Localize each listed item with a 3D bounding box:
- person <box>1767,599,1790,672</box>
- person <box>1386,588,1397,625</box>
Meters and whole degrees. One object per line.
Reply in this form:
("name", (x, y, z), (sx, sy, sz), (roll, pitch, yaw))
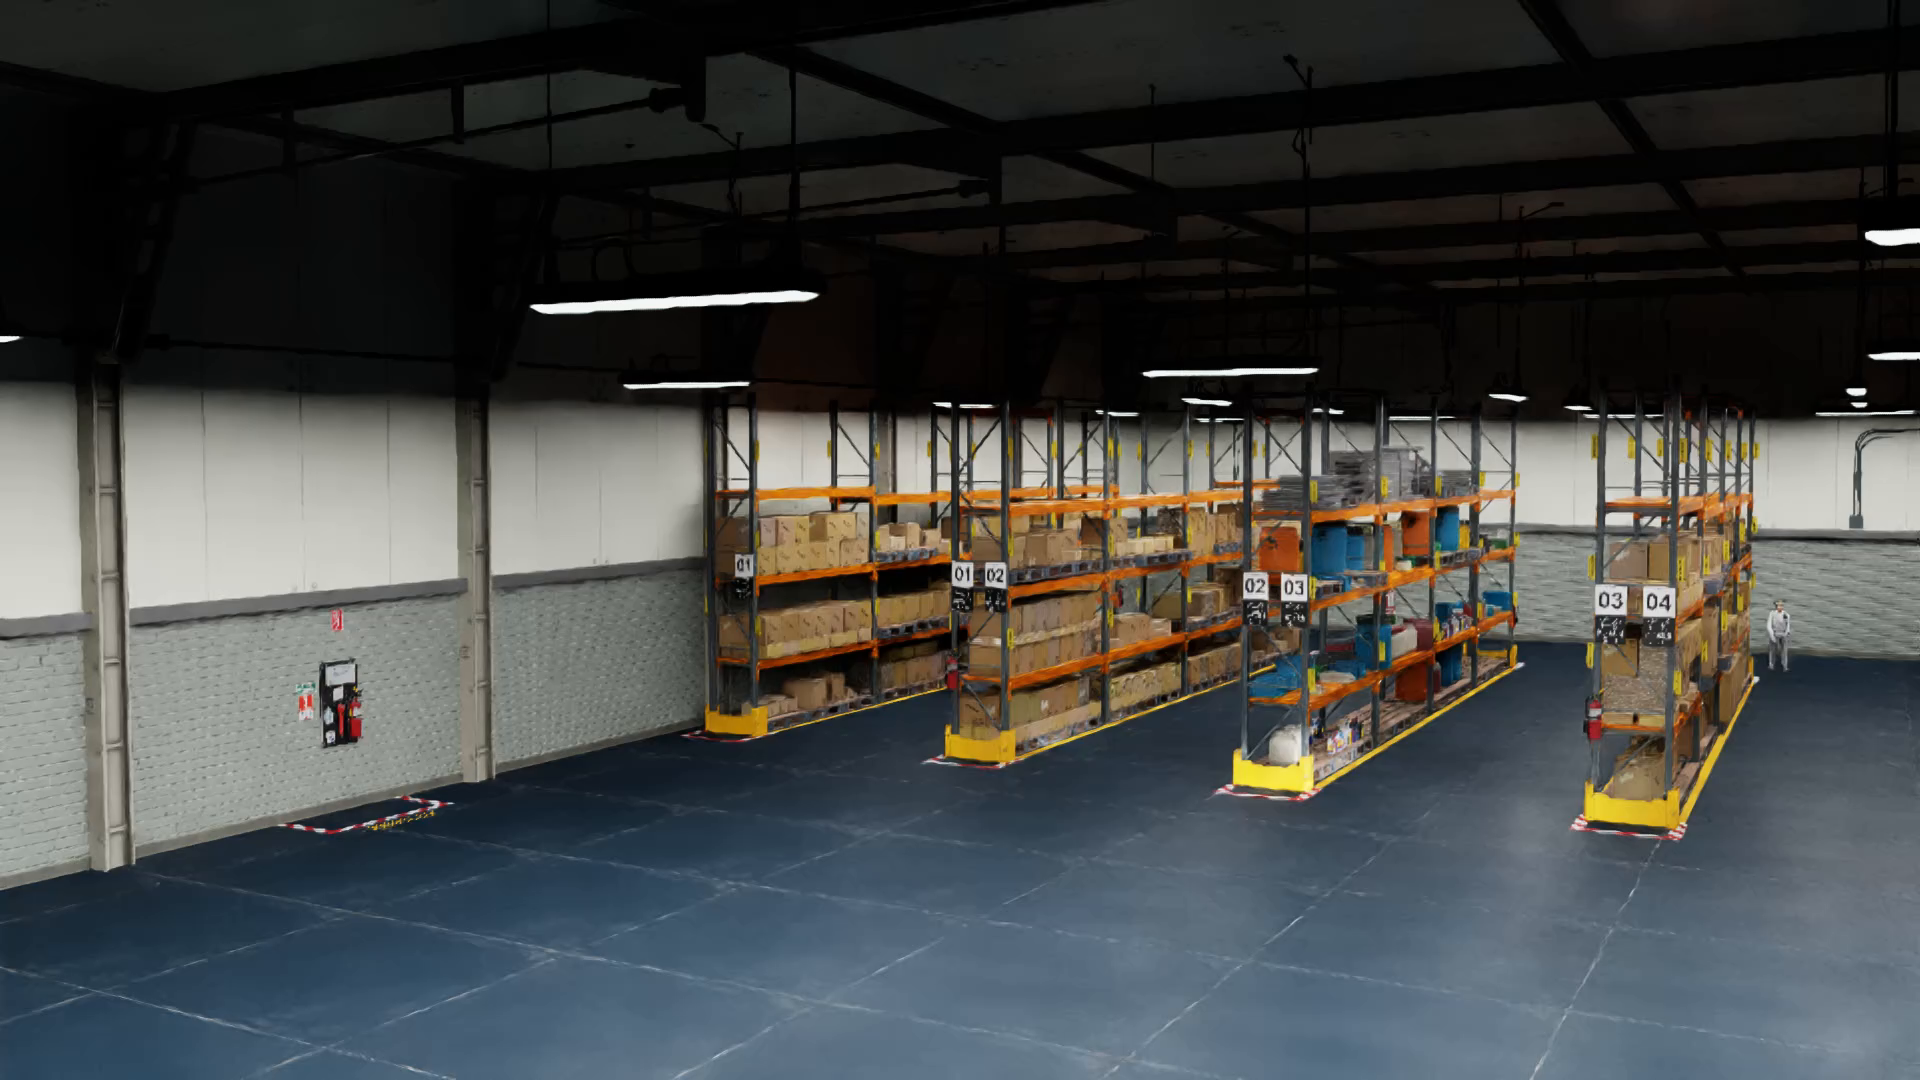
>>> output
("person", (18.533, 2.140, 37.660), (0.483, 1.621, 0.993), (1, 3, 20))
("person", (10.707, 1.851, 41.564), (0.702, 1.784, 0.527), (-2, 3, -27))
